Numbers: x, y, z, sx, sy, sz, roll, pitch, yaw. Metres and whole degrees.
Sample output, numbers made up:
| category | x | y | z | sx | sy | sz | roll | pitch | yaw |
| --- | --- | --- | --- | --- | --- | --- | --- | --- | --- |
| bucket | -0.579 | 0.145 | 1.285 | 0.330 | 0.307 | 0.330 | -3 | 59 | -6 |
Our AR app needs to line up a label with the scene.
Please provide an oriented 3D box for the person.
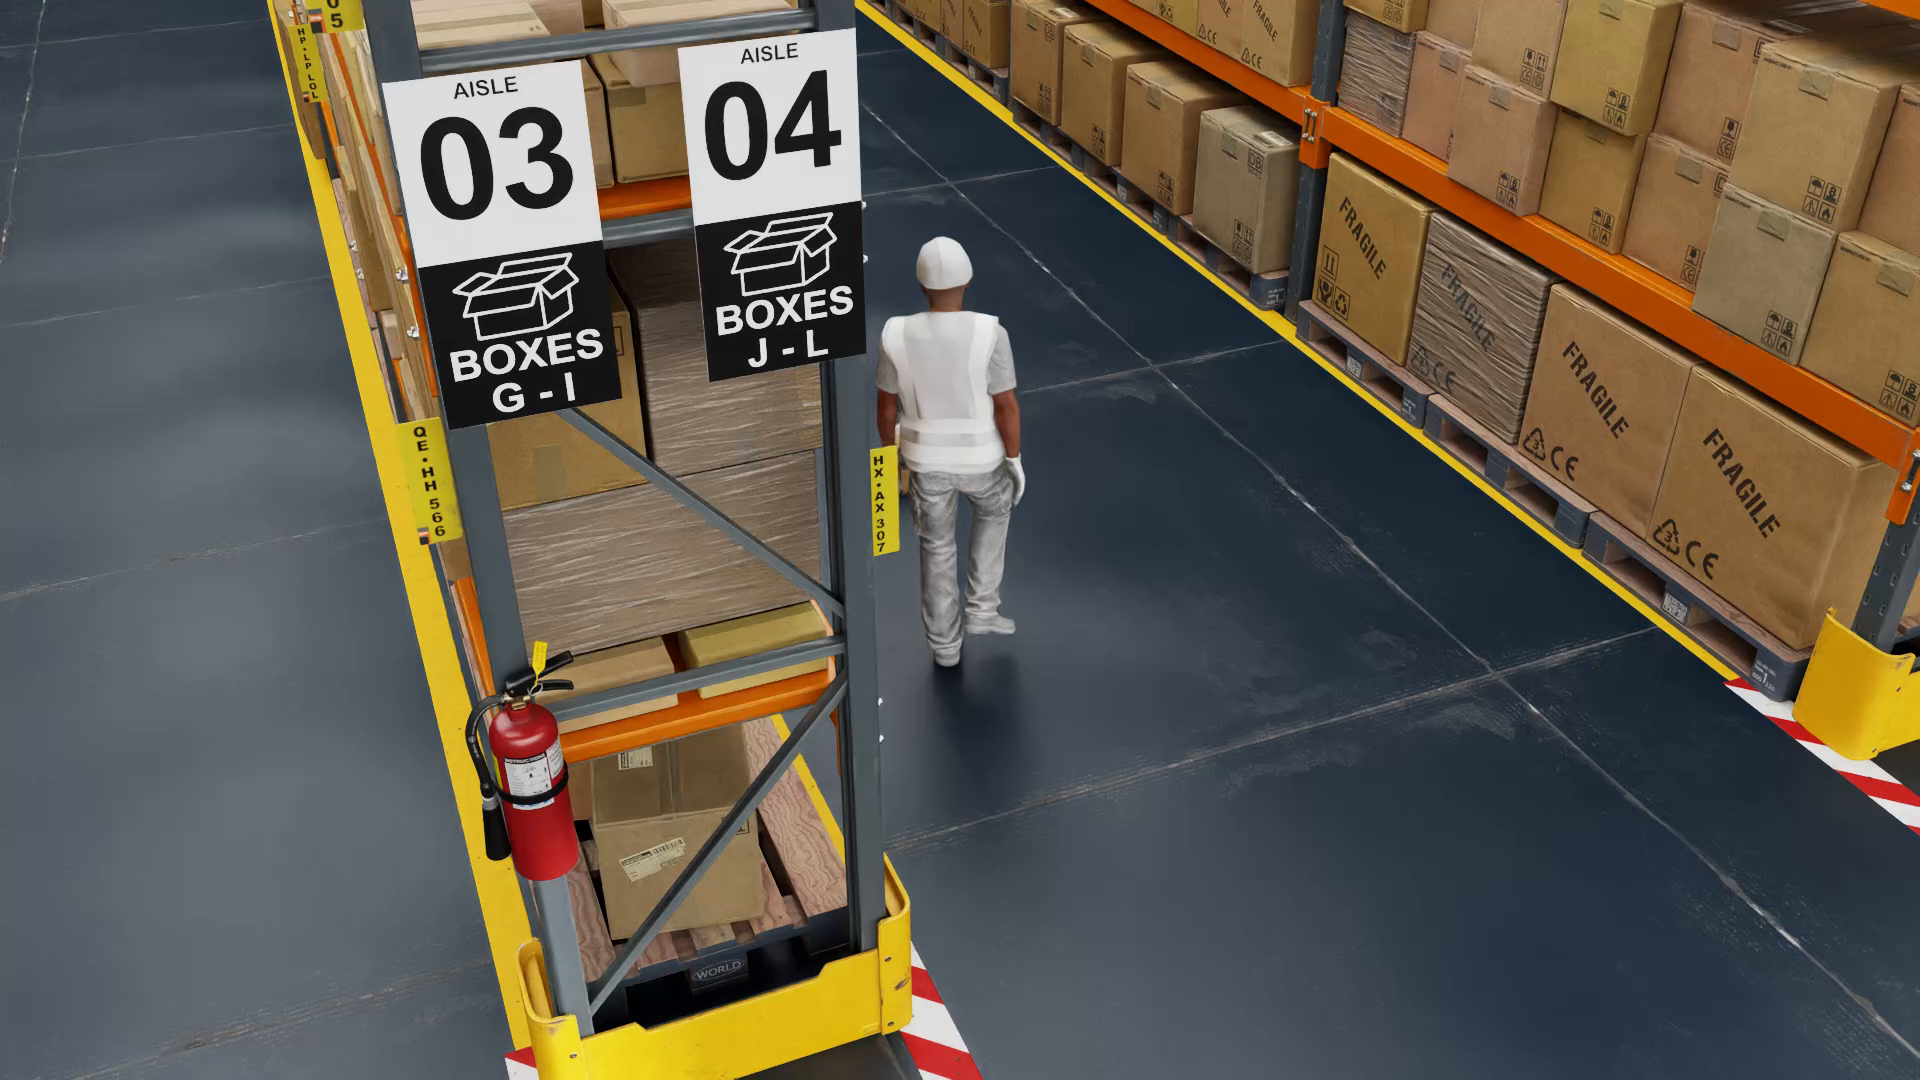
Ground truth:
| category | x | y | z | sx | sy | sz | roll | pitch | yaw |
| --- | --- | --- | --- | --- | --- | --- | --- | --- | --- |
| person | -0.033 | -0.336 | 6.608 | 0.597 | 1.767 | 0.462 | 2 | 33 | 4 |
